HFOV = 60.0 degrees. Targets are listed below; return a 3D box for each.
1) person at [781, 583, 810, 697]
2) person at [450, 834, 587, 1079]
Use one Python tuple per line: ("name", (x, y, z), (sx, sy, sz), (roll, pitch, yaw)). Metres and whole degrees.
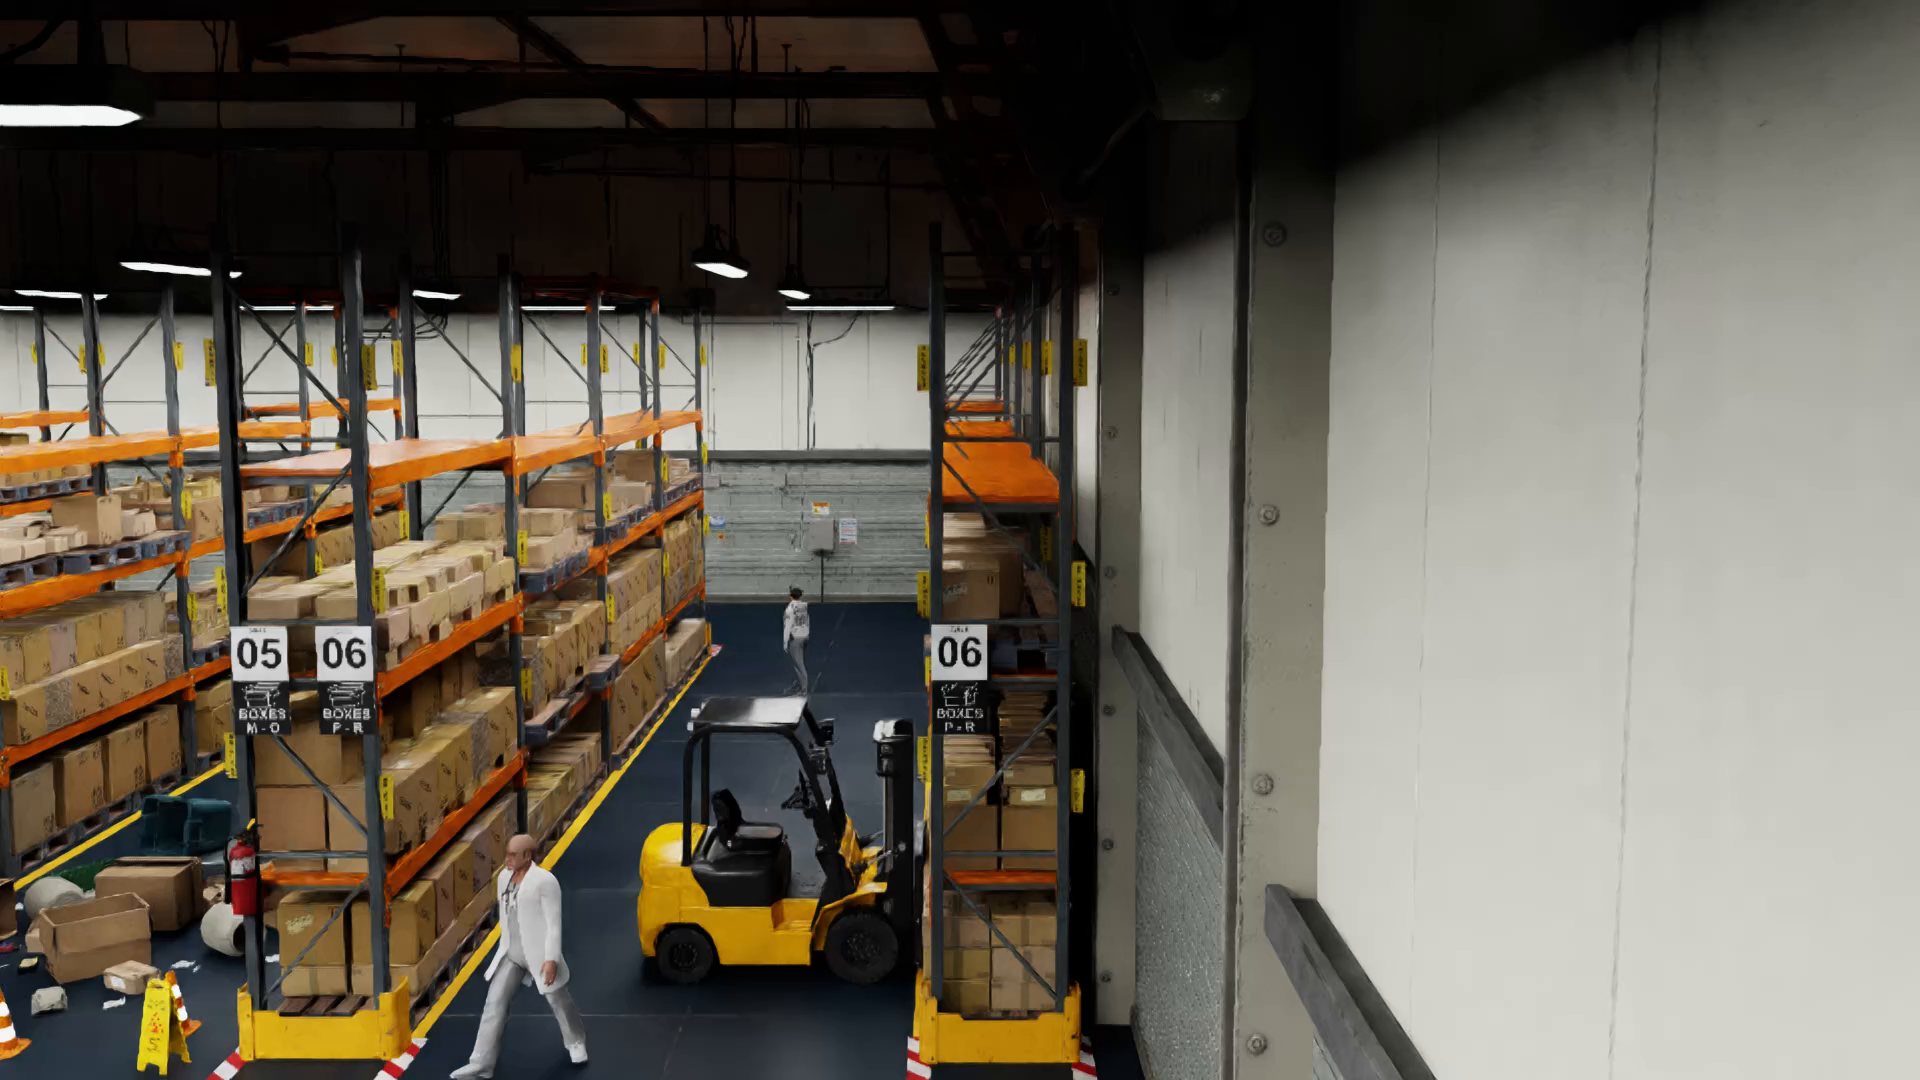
("person", (-2.422, 1.472, 24.475), (0.549, 1.664, 0.573), (3, 7, 23))
("person", (-3.072, 2.929, 11.751), (0.625, 1.732, 0.983), (3, 7, 24))
